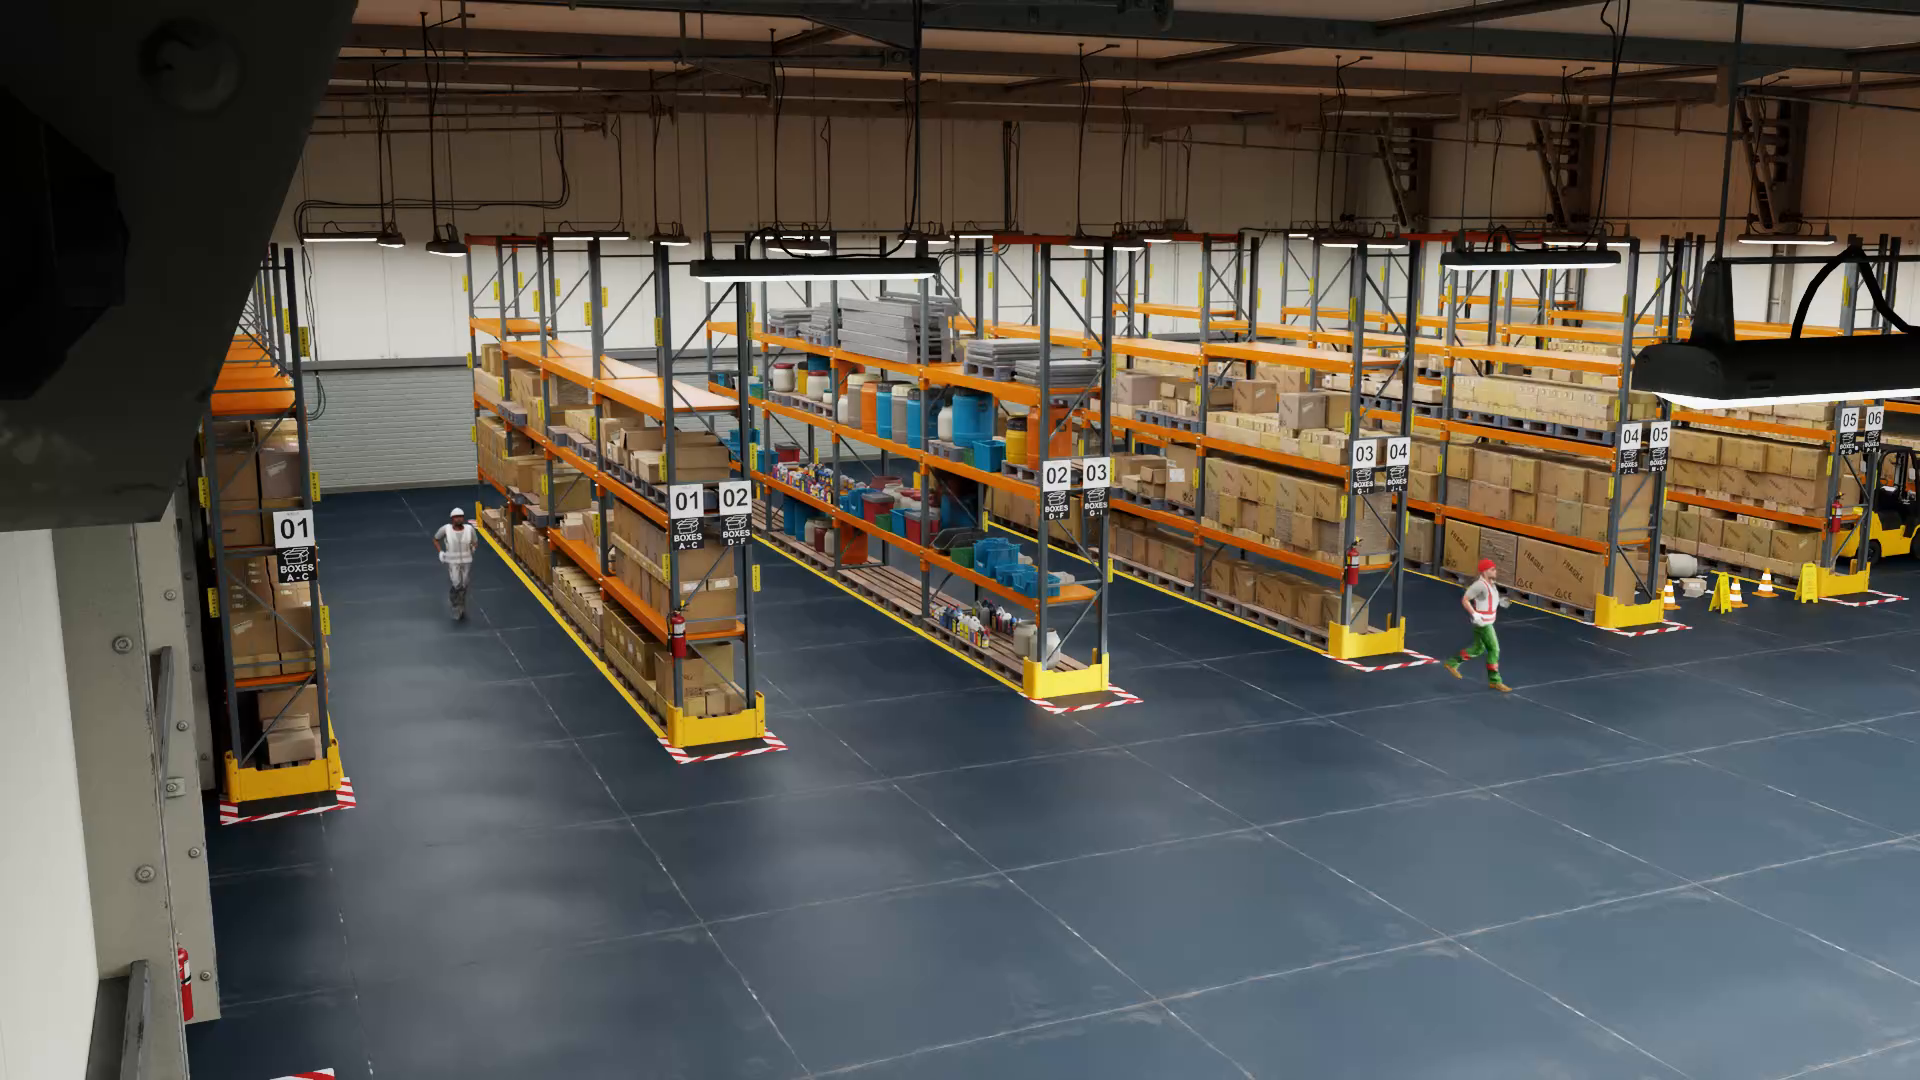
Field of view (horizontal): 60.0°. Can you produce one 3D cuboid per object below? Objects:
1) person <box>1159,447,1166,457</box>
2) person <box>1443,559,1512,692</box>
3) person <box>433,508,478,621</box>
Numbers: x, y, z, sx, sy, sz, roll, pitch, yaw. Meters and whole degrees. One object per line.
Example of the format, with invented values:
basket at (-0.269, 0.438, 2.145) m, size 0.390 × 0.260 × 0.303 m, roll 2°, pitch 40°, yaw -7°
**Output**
person at (5.251, -2.681, 42.489) m, size 0.839 × 1.742 × 0.602 m, roll -6°, pitch 13°, yaw -28°
person at (7.084, 1.128, 22.609) m, size 0.925 × 1.797 × 0.637 m, roll 5°, pitch 12°, yaw 26°
person at (-7.979, 0.388, 26.504) m, size 0.655 × 1.807 × 0.729 m, roll -7°, pitch 13°, yaw -32°
